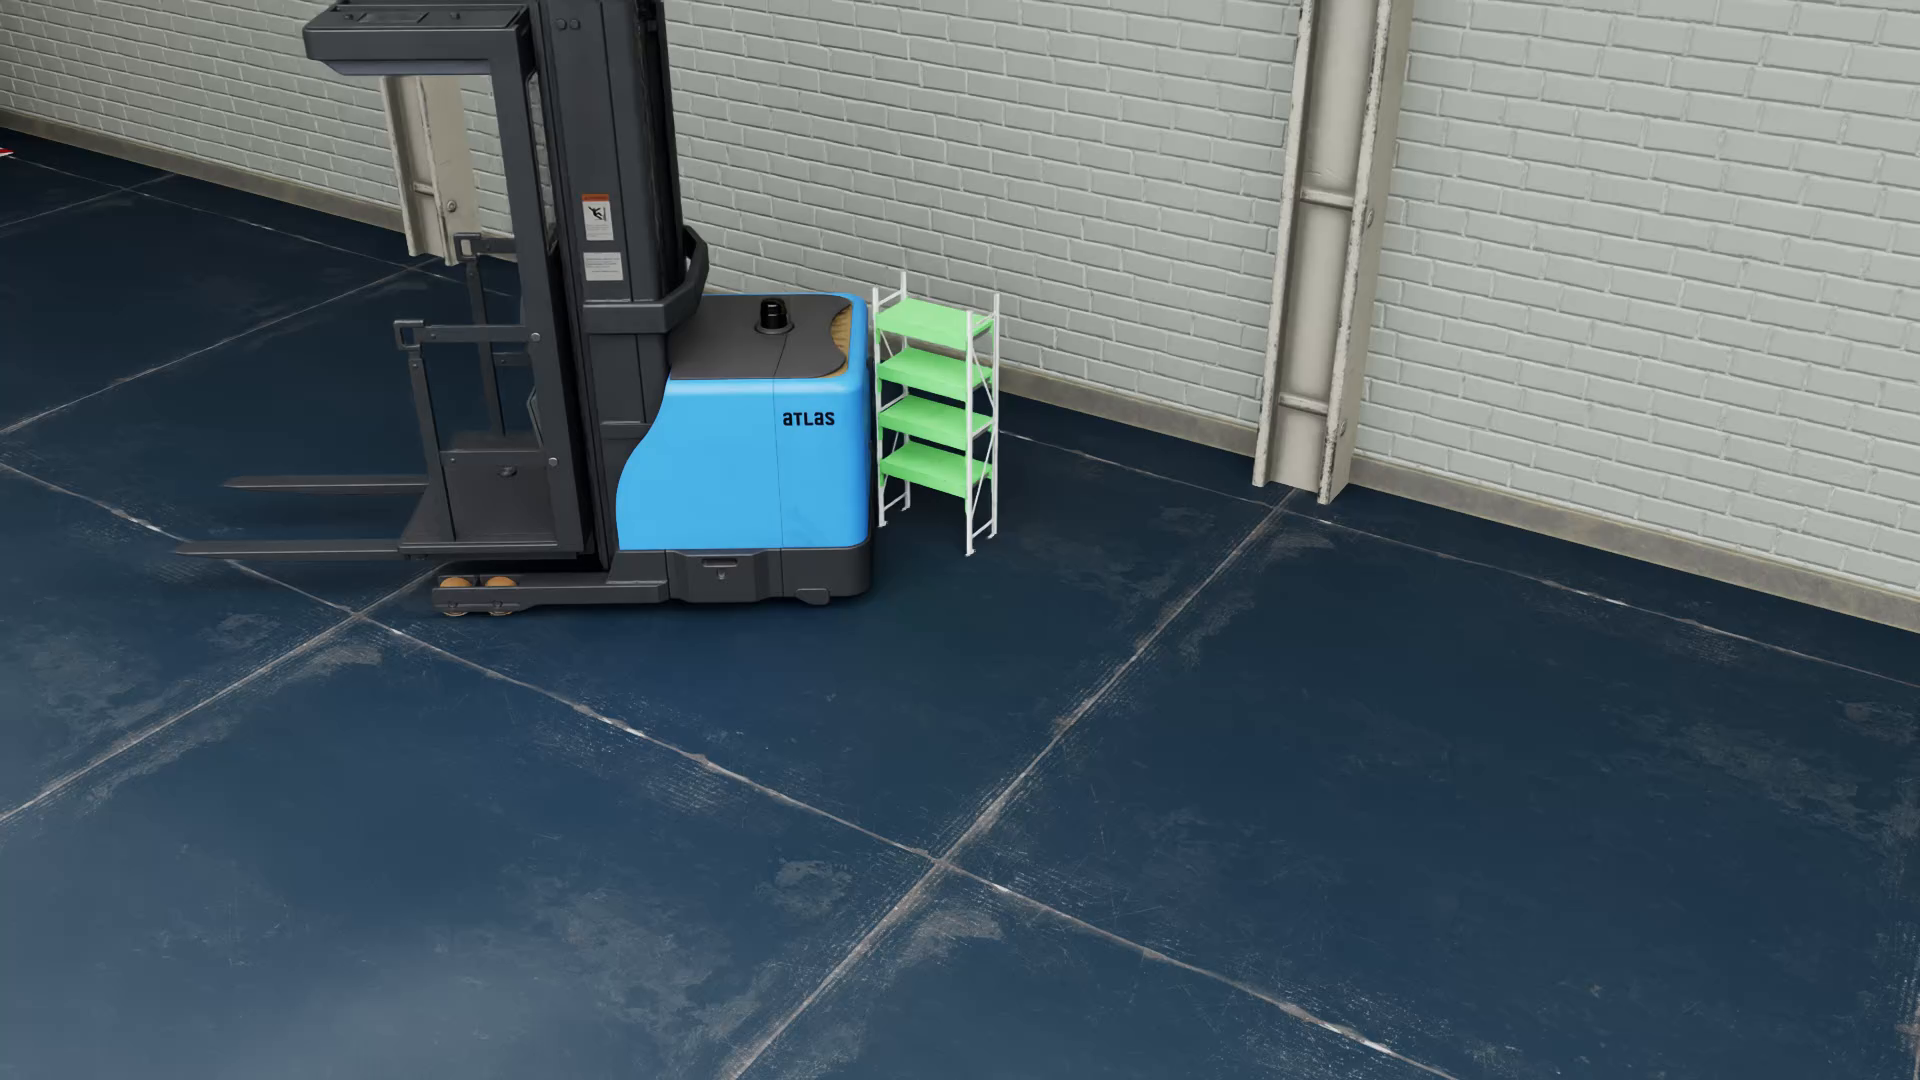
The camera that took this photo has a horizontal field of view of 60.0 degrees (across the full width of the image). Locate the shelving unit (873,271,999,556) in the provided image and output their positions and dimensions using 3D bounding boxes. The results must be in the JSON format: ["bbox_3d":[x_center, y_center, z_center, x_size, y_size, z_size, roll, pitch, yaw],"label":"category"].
[{"bbox_3d":[-0.105,-0.563,7.524,0.503,1.200,0.258,18,35,28],"label":"shelving unit"}]

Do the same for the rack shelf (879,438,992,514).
[{"bbox_3d":[-0.105,-0.300,7.677,0.480,0.148,0.258,18,35,28],"label":"rack shelf"}]

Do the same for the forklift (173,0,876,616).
[{"bbox_3d":[-1.911,-1.207,6.910,3.031,2.935,1.130,-1,30,-1],"label":"forklift"}]

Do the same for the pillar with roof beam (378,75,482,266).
[{"bbox_3d":[-5.679,-3.944,5.581,0.400,9.000,9.100,18,35,27],"label":"pillar with roof beam"}]

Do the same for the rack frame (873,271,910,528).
[{"bbox_3d":[-0.311,-0.628,7.636,0.015,1.200,0.240,18,35,28],"label":"rack frame"}]

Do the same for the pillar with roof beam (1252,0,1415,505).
[{"bbox_3d":[-0.598,-2.337,2.826,0.400,9.000,9.100,18,35,27],"label":"pillar with roof beam"}]

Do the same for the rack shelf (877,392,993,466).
[{"bbox_3d":[-0.105,-0.507,7.556,0.480,0.148,0.258,18,35,28],"label":"rack shelf"}]

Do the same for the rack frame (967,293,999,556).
[{"bbox_3d":[0.101,-0.497,7.411,0.015,1.200,0.240,18,35,28],"label":"rack frame"}]

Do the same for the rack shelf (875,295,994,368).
[{"bbox_3d":[-0.105,-0.922,7.314,0.480,0.148,0.258,18,35,28],"label":"rack shelf"}]

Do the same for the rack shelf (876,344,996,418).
[{"bbox_3d":[-0.105,-0.715,7.435,0.480,0.148,0.258,18,35,28],"label":"rack shelf"}]
